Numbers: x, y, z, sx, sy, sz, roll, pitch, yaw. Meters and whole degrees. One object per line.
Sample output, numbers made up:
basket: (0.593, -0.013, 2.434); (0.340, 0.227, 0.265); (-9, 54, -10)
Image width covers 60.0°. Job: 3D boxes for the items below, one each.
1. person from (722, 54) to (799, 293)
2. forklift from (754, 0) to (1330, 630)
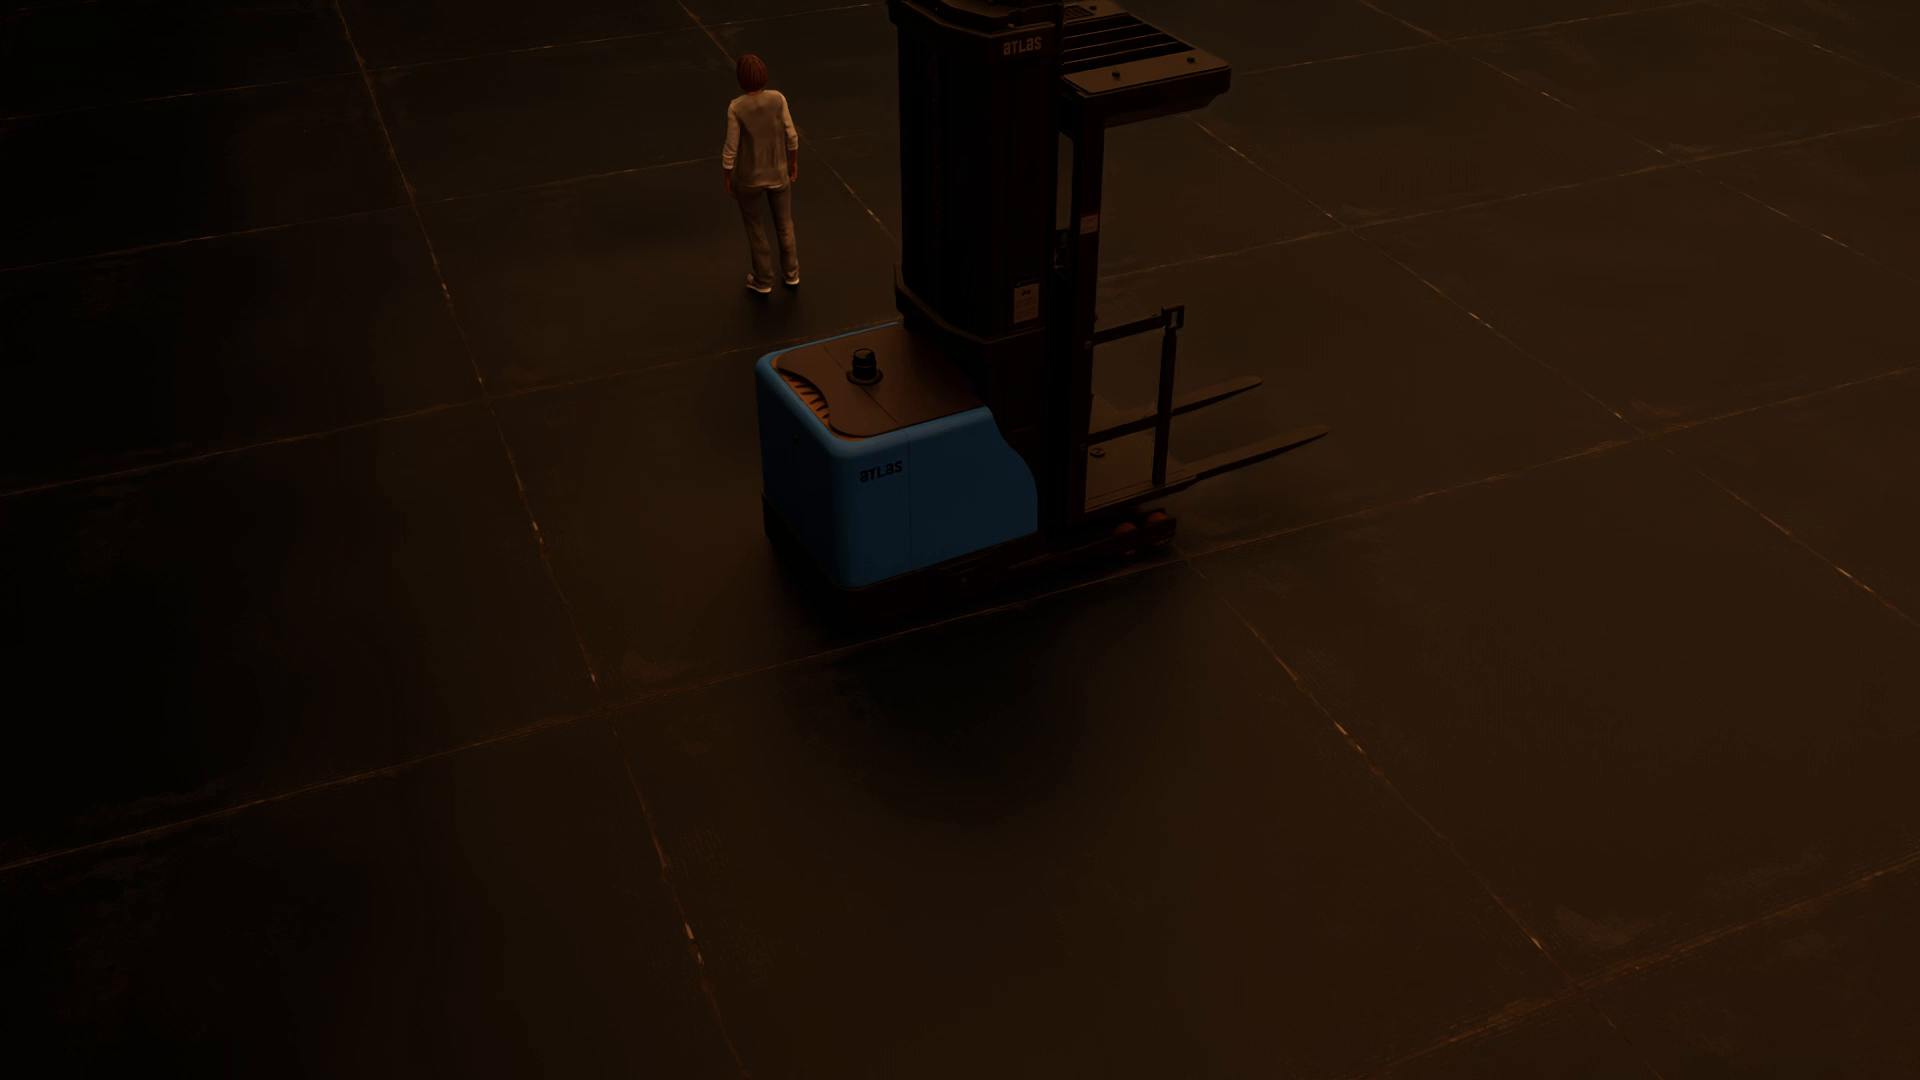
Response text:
person: (-1.268, -2.308, 10.497); (0.499, 1.610, 0.437); (-13, 38, -18)
forklift: (0.535, -1.367, 8.021); (3.031, 2.935, 1.130); (-17, 39, -23)
